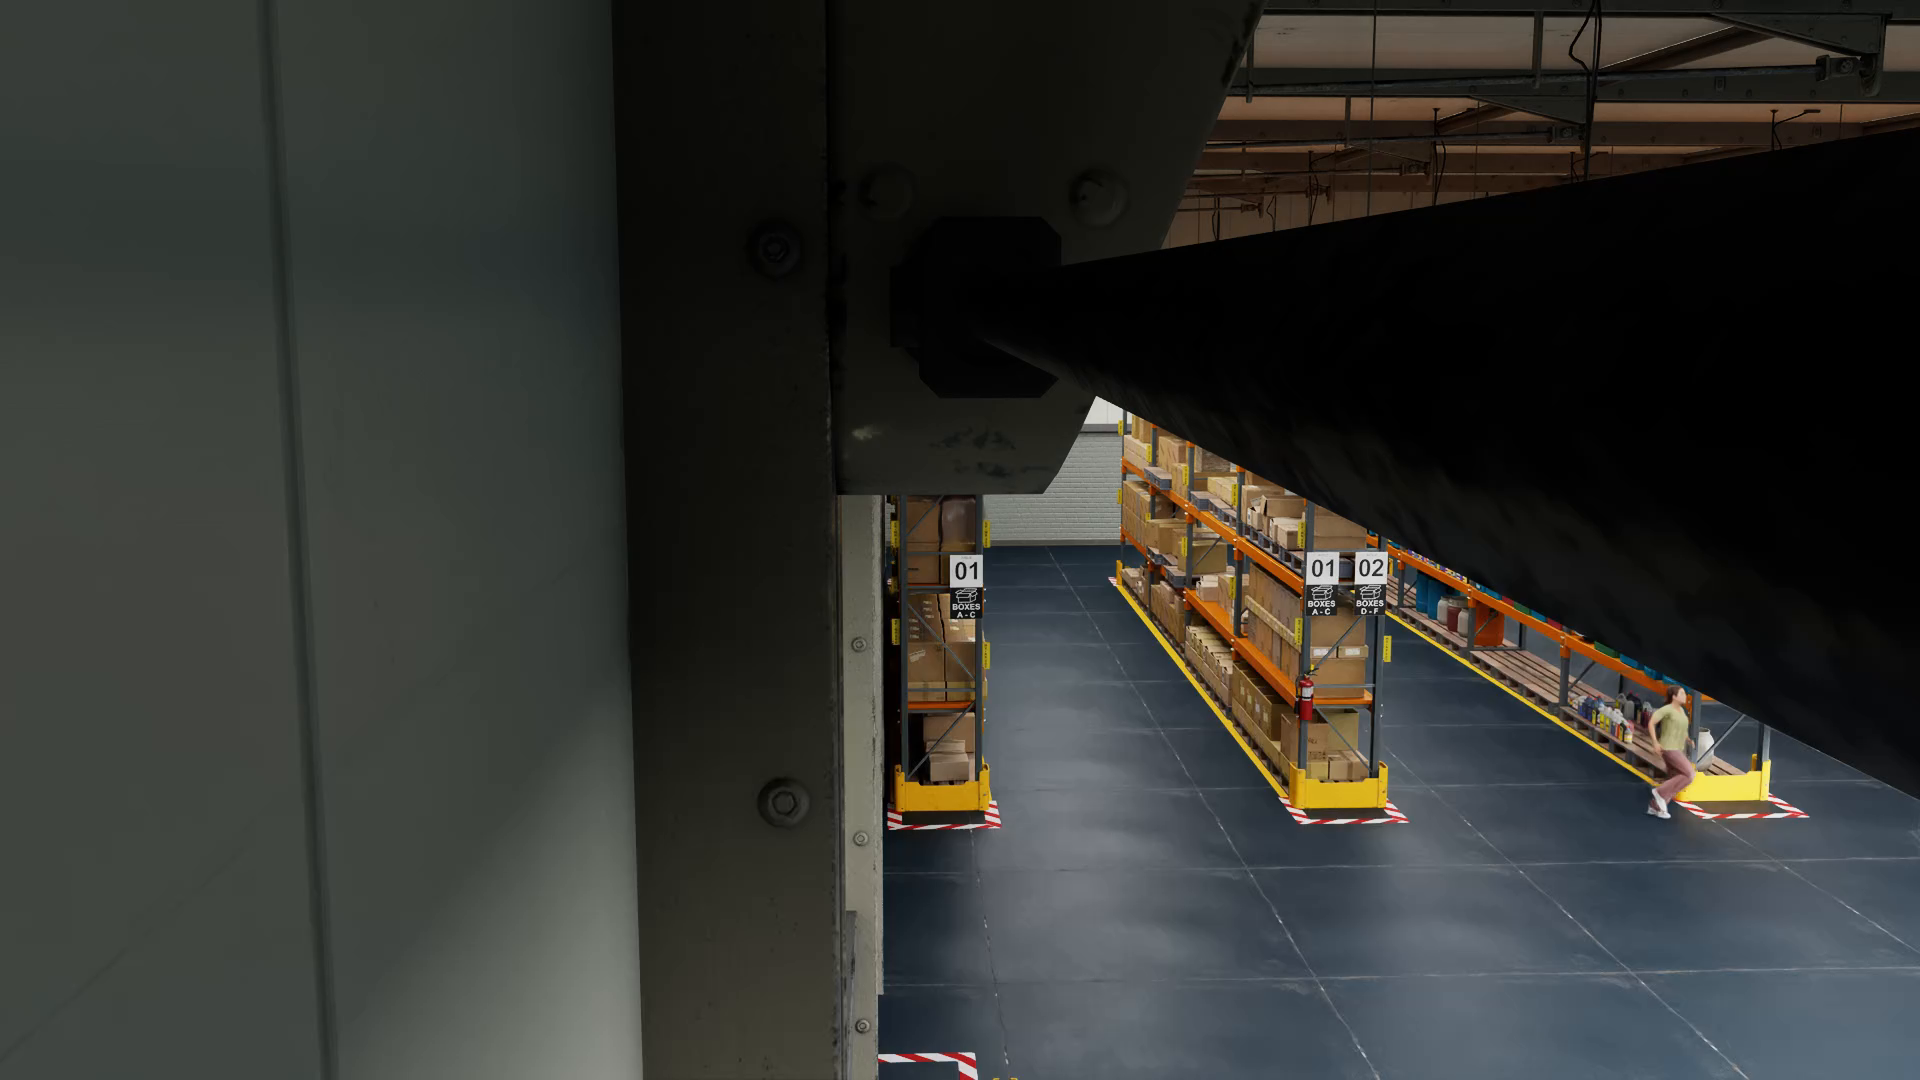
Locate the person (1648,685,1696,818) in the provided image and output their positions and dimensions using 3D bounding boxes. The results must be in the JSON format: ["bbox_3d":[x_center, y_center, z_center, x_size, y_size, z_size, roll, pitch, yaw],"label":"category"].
[{"bbox_3d":[8.727,2.565,20.230,0.589,1.607,0.551,-8,12,-44],"label":"person"}]
